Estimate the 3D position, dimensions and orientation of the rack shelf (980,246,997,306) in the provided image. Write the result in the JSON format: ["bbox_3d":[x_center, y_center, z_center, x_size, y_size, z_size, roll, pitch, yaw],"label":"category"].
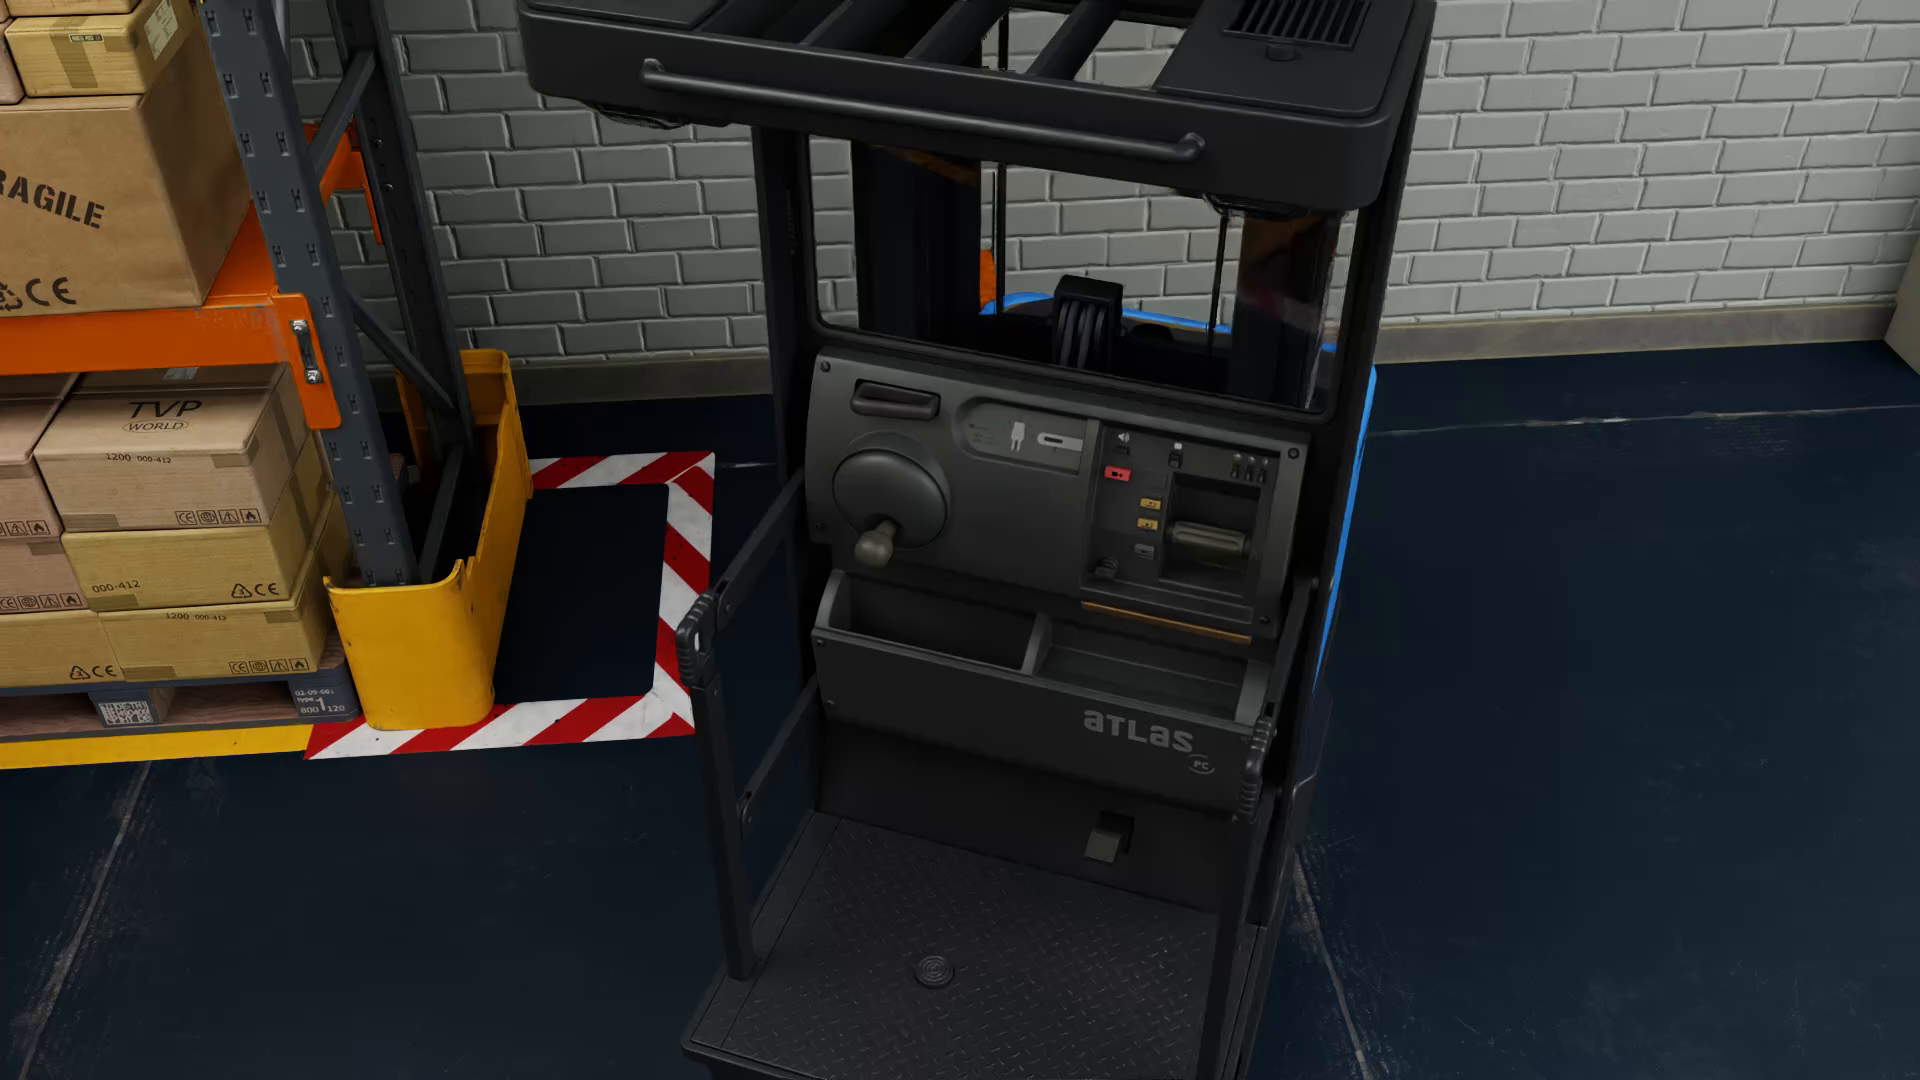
[{"bbox_3d":[0.014,-0.720,4.684,0.180,0.103,0.258,-3,38,-4],"label":"rack shelf"}]

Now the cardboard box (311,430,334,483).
[{"bbox_3d":[-2.038,-0.400,4.813,0.500,0.250,0.500,-2,38,-3],"label":"cardboard box"}]

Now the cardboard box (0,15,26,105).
[{"bbox_3d":[-2.124,-1.086,3.600,0.250,0.149,0.380,-3,38,-3],"label":"cardboard box"}]

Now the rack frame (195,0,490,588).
[{"bbox_3d":[-1.551,-1.016,4.116,0.127,3.000,1.000,-3,38,-4],"label":"rack frame"}]

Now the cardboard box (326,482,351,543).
[{"bbox_3d":[-2.058,-0.195,4.957,0.500,0.250,0.500,-3,38,-4],"label":"cardboard box"}]

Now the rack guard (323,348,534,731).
[{"bbox_3d":[-1.527,-0.036,4.892,0.348,0.500,1.175,-3,38,-4],"label":"rack guard"}]

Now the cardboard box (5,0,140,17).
[{"bbox_3d":[-1.890,-1.277,3.602,0.250,0.149,0.380,-3,38,-4],"label":"cardboard box"}]

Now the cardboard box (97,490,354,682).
[{"bbox_3d":[-1.991,0.119,4.558,0.500,0.250,0.500,-3,38,-4],"label":"cardboard box"}]

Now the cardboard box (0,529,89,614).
[{"bbox_3d":[-2.509,-0.057,4.378,0.500,0.250,0.500,-3,38,-4],"label":"cardboard box"}]

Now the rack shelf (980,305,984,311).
[{"bbox_3d":[0.014,-0.625,4.758,0.180,0.103,0.258,-3,38,-4],"label":"rack shelf"}]

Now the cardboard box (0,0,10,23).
[{"bbox_3d":[-2.132,-1.244,3.561,0.250,0.149,0.380,-3,38,-4],"label":"cardboard box"}]

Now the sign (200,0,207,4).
[{"bbox_3d":[-1.517,-1.228,3.259,0.005,0.325,0.100,-3,38,-4],"label":"sign"}]

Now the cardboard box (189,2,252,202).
[{"bbox_3d":[-2.069,-1.200,4.268,0.500,0.500,0.500,-2,38,-3],"label":"cardboard box"}]

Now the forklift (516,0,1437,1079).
[{"bbox_3d":[0.091,-0.016,2.904,1.130,2.935,3.031,12,40,15],"label":"forklift"}]

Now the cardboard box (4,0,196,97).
[{"bbox_3d":[-1.872,-1.118,3.641,0.250,0.149,0.380,-3,38,-3],"label":"cardboard box"}]

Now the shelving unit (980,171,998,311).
[{"bbox_3d":[0.014,-0.472,4.879,0.189,1.200,0.258,-3,38,-4],"label":"shelving unit"}]

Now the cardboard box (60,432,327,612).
[{"bbox_3d":[-2.009,-0.078,4.405,0.500,0.250,0.500,-4,38,-5],"label":"cardboard box"}]

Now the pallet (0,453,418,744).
[{"bbox_3d":[-2.309,0.146,4.894,1.213,0.211,1.003,-3,38,-4],"label":"pallet"}]

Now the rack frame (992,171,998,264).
[{"bbox_3d":[0.106,-0.477,4.886,0.006,1.200,0.240,-3,38,-4],"label":"rack frame"}]

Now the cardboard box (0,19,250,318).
[{"bbox_3d":[-2.018,-0.866,3.846,0.500,0.500,0.500,-4,38,-5],"label":"cardboard box"}]

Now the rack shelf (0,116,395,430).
[{"bbox_3d":[-3.544,-0.624,4.200,4.000,0.370,1.077,-3,38,-4],"label":"rack shelf"}]

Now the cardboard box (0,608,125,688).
[{"bbox_3d":[-2.488,0.141,4.531,0.500,0.250,0.500,-3,38,-4],"label":"cardboard box"}]

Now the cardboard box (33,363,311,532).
[{"bbox_3d":[-1.982,-0.276,4.252,0.500,0.250,0.500,-2,38,-2],"label":"cardboard box"}]

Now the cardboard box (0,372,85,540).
[{"bbox_3d":[-2.491,-0.245,4.212,0.500,0.250,0.500,-2,38,-3],"label":"cardboard box"}]

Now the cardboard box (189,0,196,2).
[{"bbox_3d":[-1.912,-1.451,4.064,0.250,0.149,0.380,-4,38,-5],"label":"cardboard box"}]
